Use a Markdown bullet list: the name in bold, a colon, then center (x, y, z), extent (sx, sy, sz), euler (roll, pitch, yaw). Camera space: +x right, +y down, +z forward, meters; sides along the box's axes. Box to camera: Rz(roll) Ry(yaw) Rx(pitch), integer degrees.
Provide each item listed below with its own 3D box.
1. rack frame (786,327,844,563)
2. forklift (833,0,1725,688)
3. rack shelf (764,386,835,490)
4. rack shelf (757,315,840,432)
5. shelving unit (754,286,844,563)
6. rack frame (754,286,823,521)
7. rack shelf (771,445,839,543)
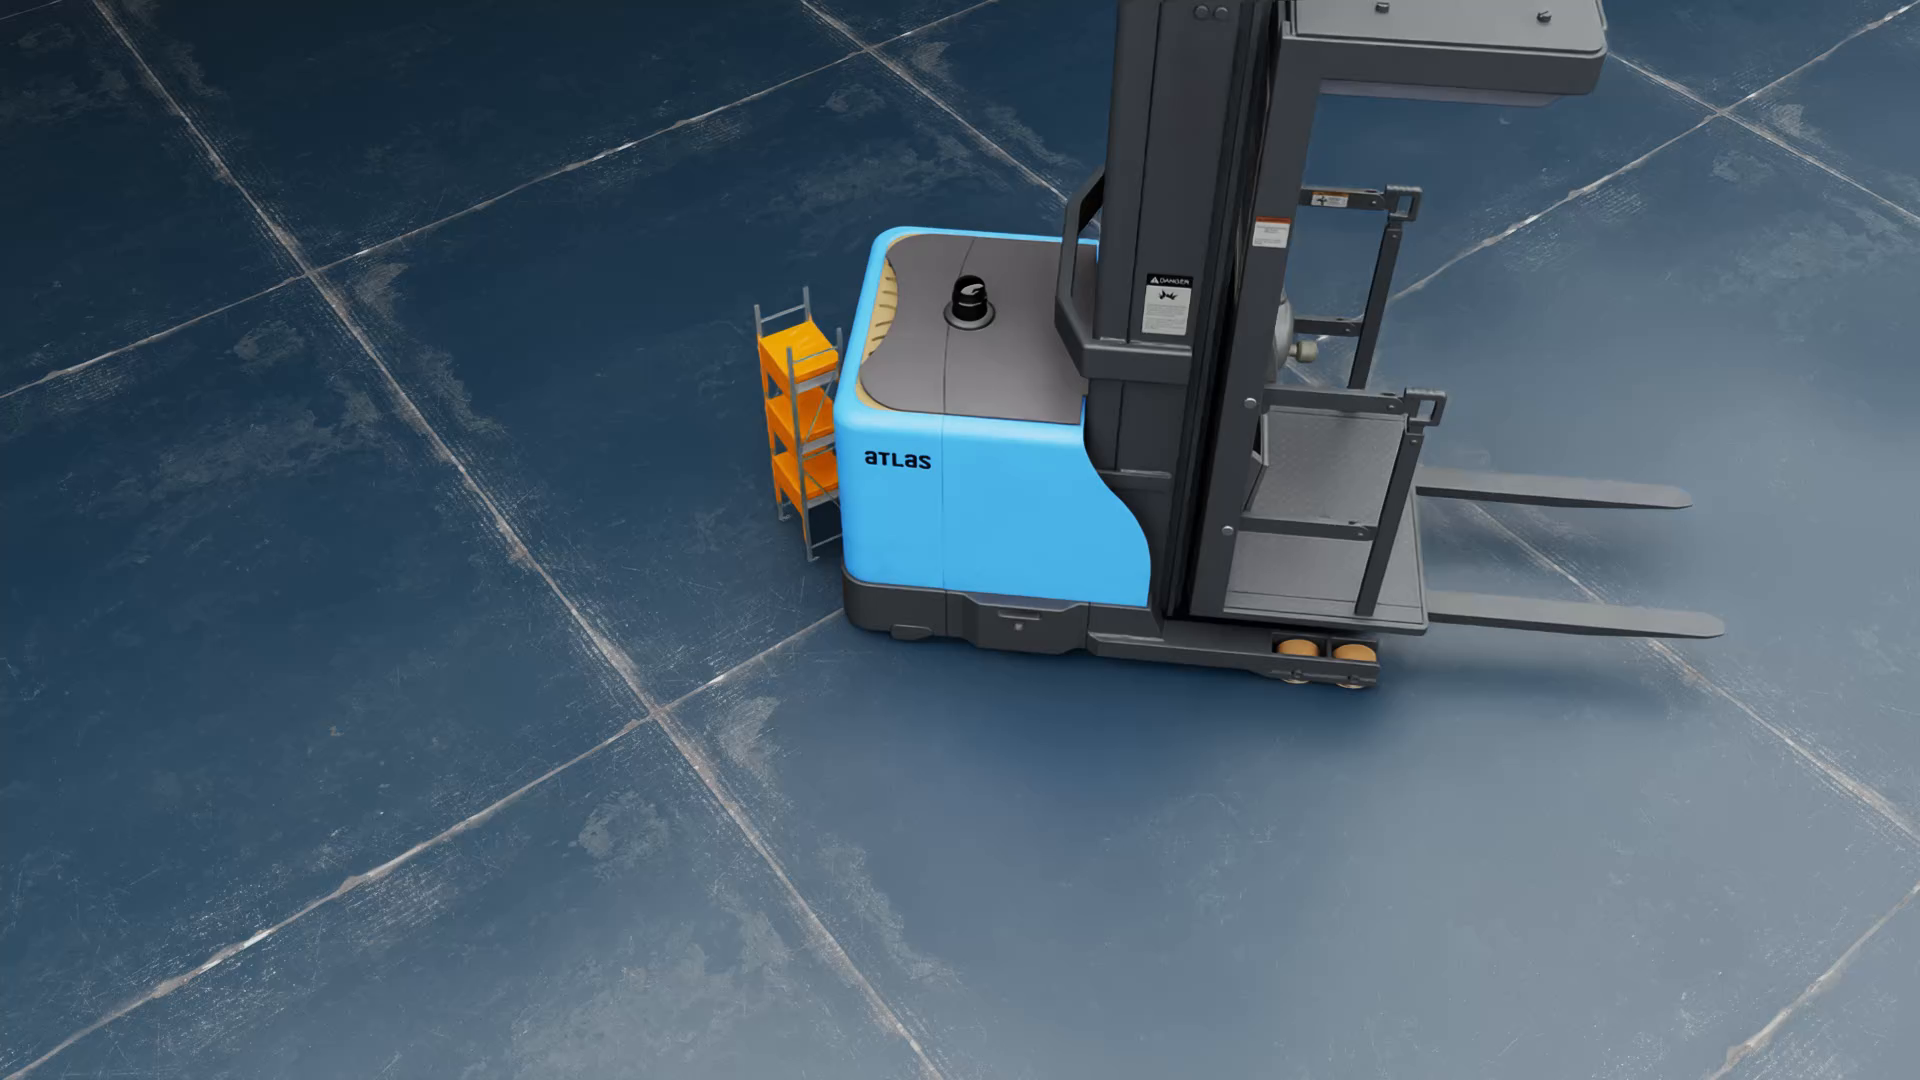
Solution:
- **rack frame**: center (-0.477, -0.308, 5.820), extent (0.200, 1.050, 0.008), euler (-23, 52, -20)
- **forklift**: center (1.140, -0.888, 5.076), extent (3.031, 2.935, 1.130), euler (5, 48, 4)
- **rack shelf**: center (-0.539, -0.379, 5.899), extent (0.215, 0.259, 0.240), euler (-23, 52, -20)
- **rack shelf**: center (-0.539, -0.569, 5.689), extent (0.215, 0.259, 0.240), euler (-23, 52, -20)
- **shelving unit**: center (-0.539, -0.386, 5.891), extent (0.215, 1.050, 0.252), euler (-23, 52, -20)
- **rack frame**: center (-0.600, -0.464, 5.962), extent (0.200, 1.050, 0.008), euler (-23, 52, -20)
- **rack shelf**: center (-0.539, -0.192, 6.105), extent (0.215, 0.259, 0.240), euler (-23, 52, -20)
